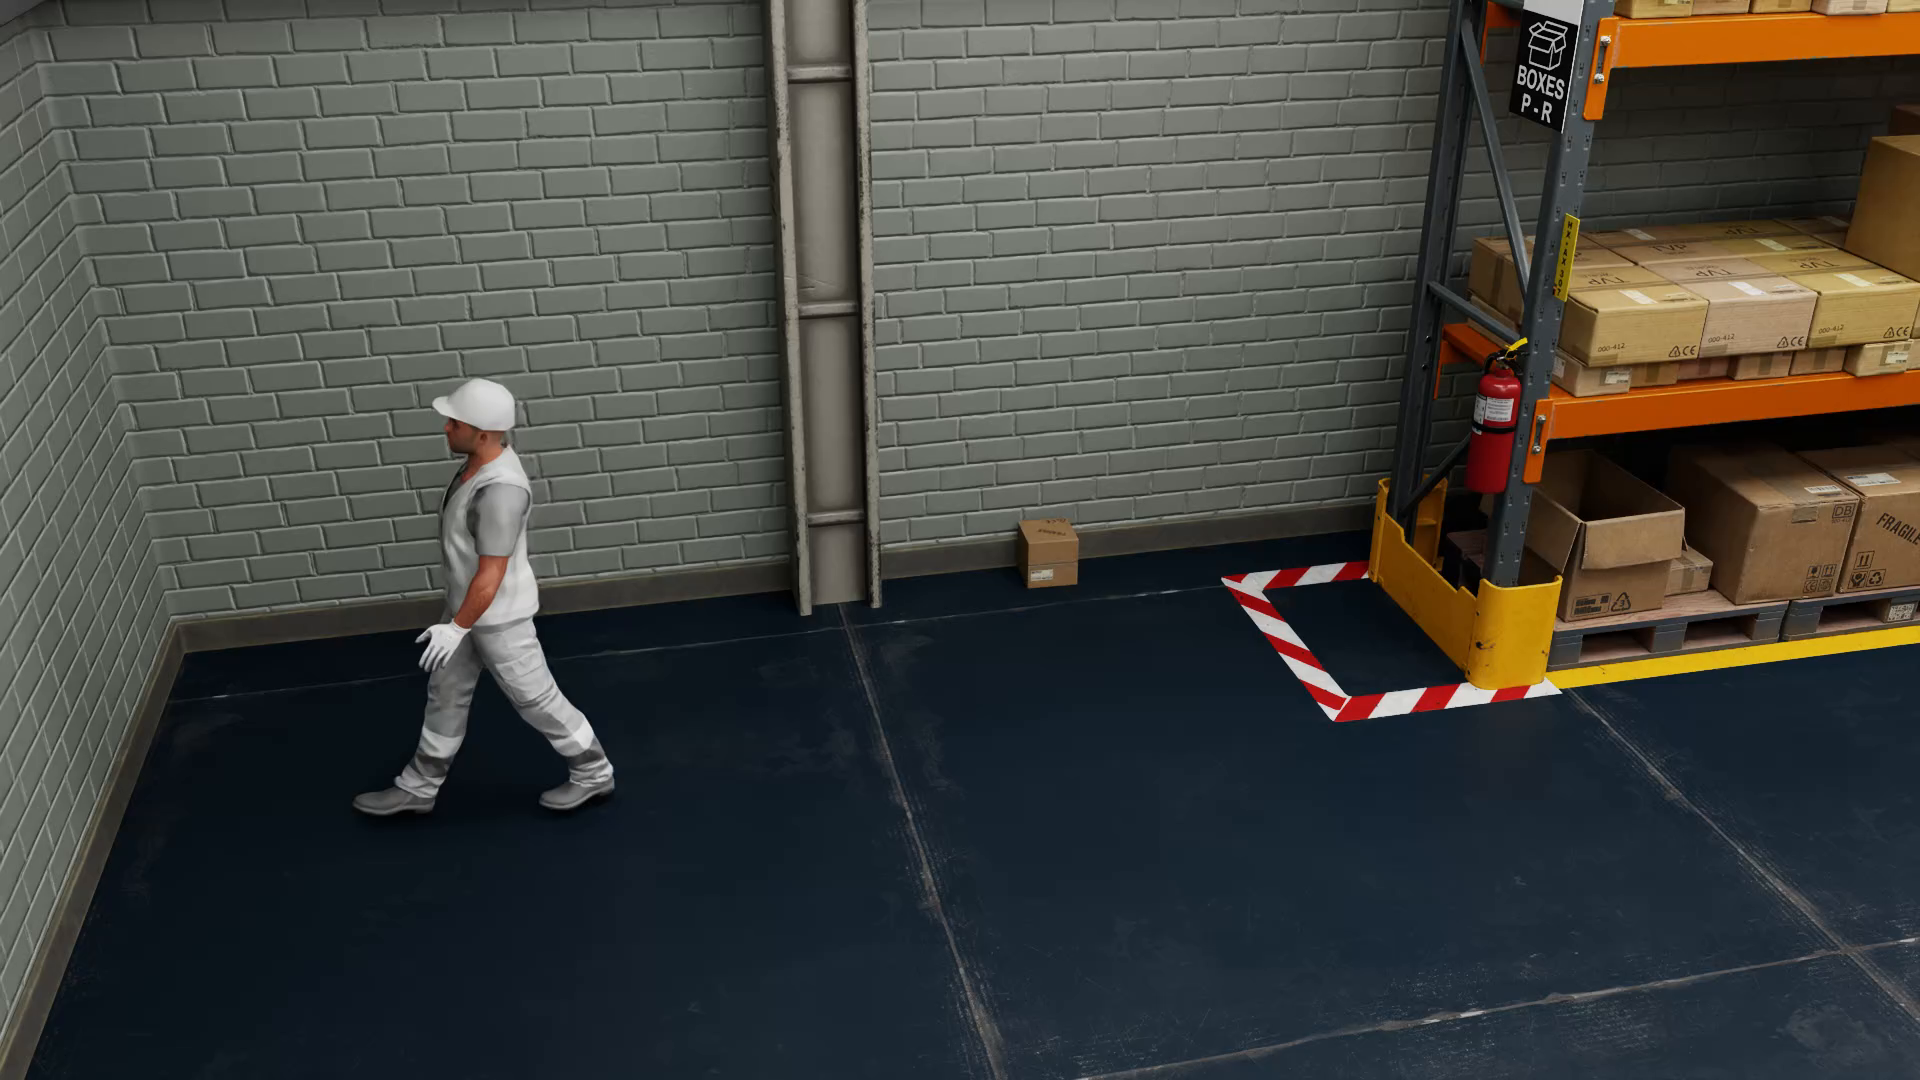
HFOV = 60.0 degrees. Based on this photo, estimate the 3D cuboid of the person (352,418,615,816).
[{"bbox_3d":[-1.818,0.284,6.046,0.952,1.693,0.504,-13,29,-24],"label":"person"}]
